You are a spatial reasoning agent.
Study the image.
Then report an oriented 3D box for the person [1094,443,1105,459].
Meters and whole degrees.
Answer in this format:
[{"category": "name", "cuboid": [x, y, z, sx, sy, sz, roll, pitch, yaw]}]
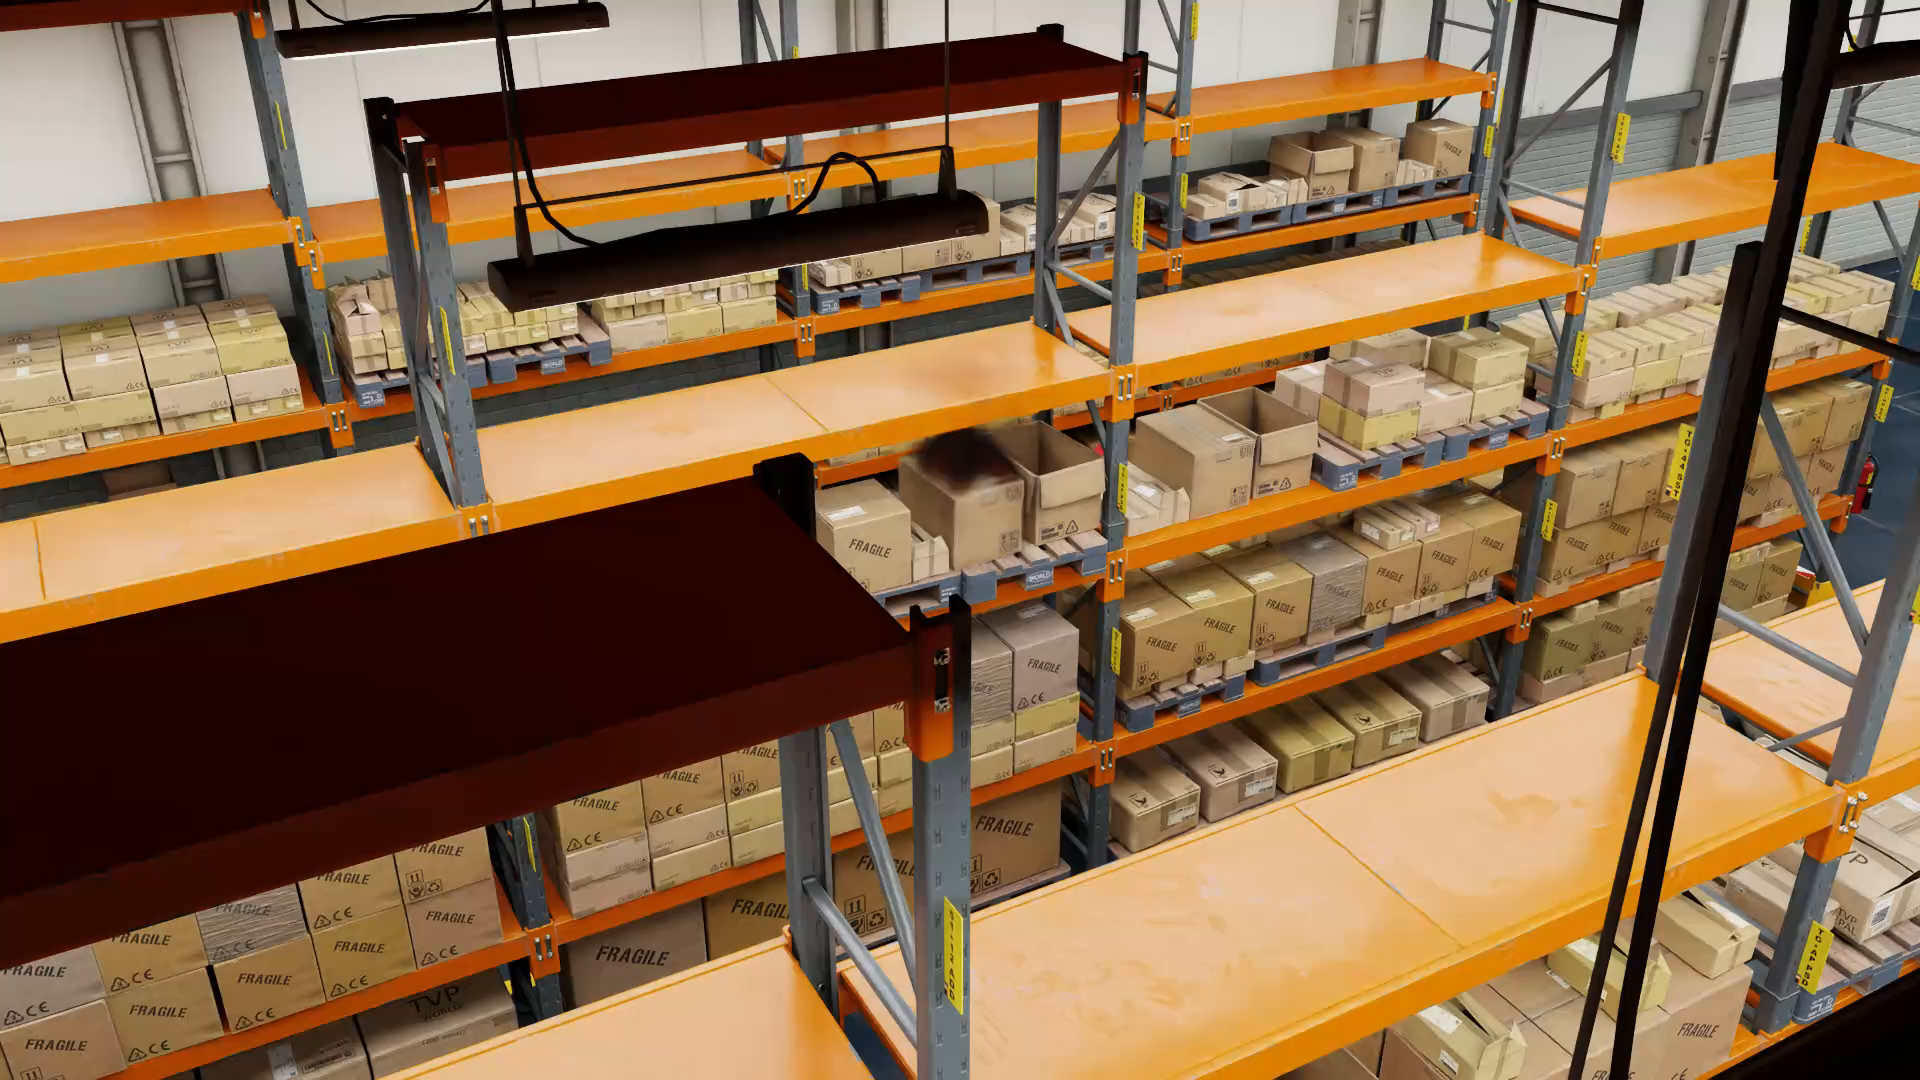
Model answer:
[{"category": "person", "cuboid": [1.250, -0.055, 15.185, 0.542, 1.817, 0.584, -21, 34, -34]}]
